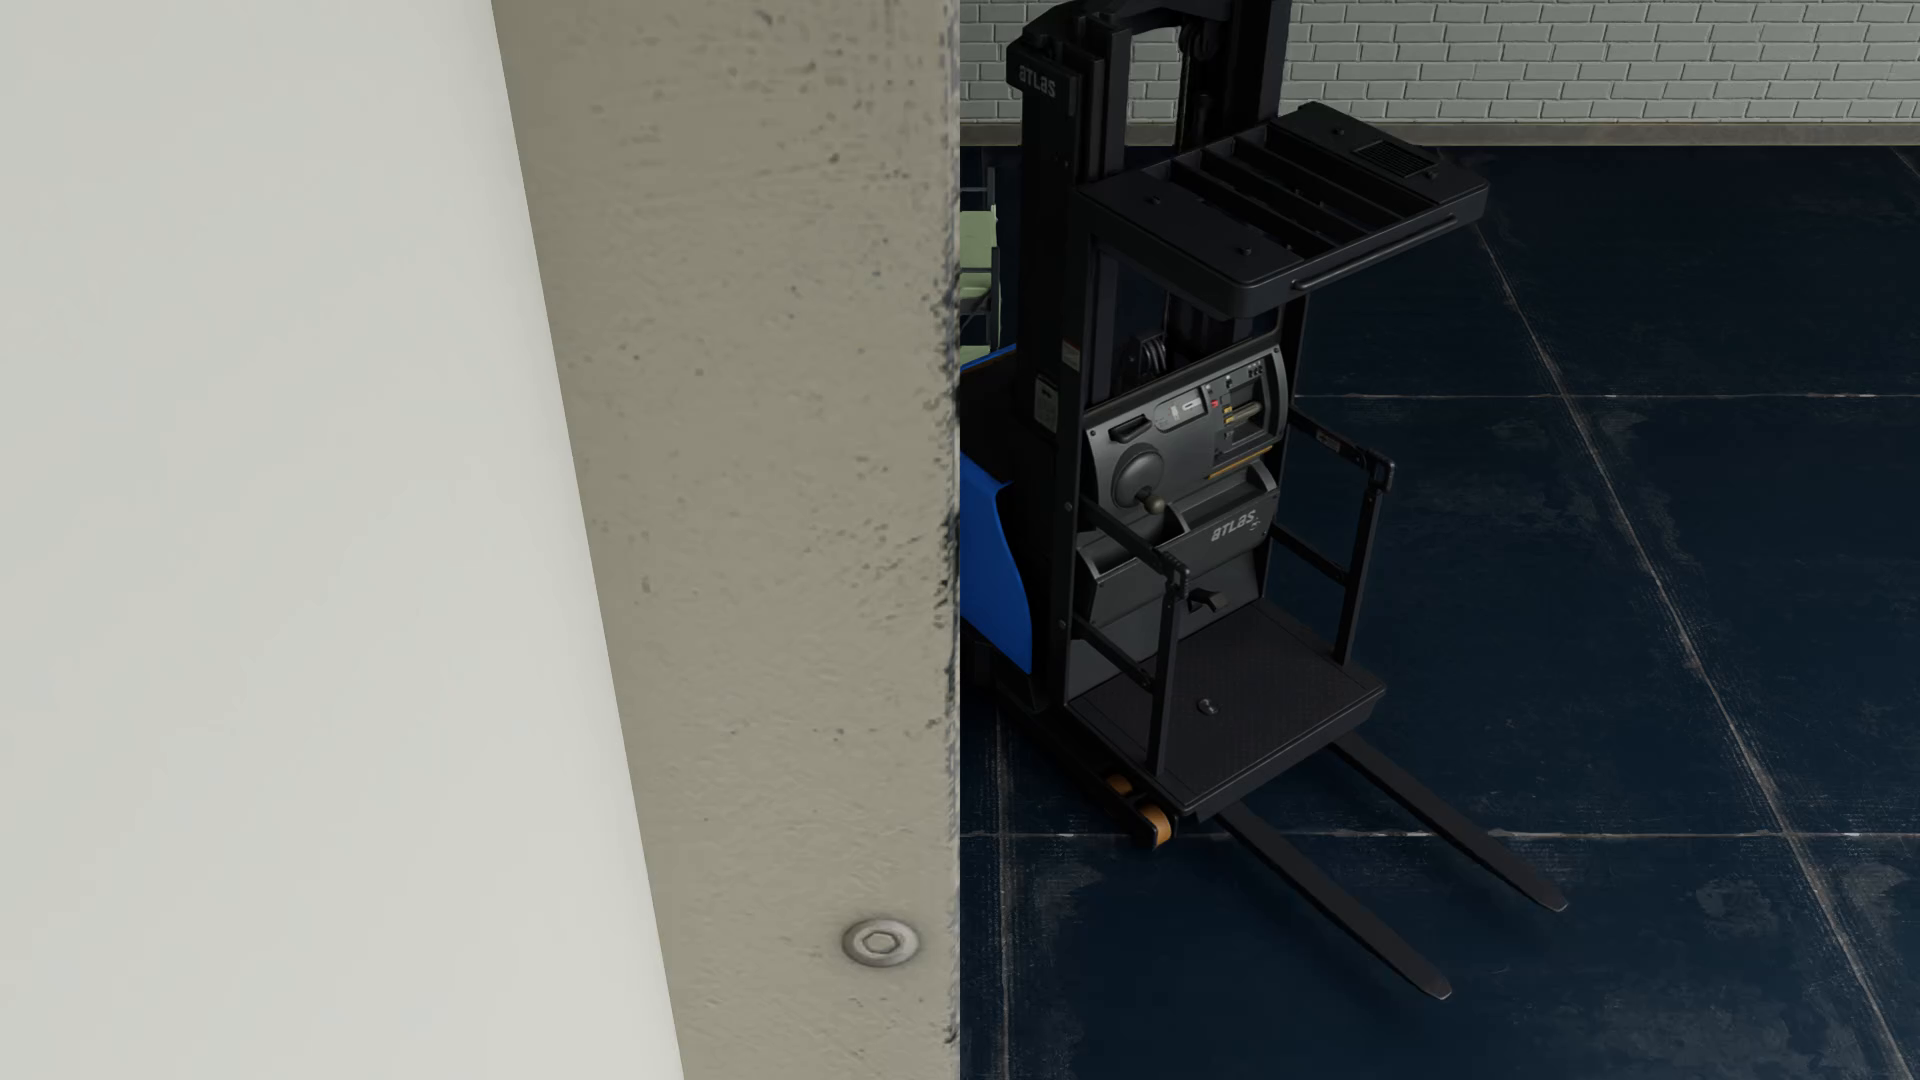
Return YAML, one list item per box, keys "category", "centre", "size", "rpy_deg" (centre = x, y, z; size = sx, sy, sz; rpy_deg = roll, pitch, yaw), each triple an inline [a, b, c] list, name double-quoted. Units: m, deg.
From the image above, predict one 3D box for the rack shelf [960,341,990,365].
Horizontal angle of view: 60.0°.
- category: "rack shelf"
  centre: [-0.039, -0.592, 7.811]
  size: [0.431, 0.370, 0.720]
  rpy_deg: [0, 39, 0]

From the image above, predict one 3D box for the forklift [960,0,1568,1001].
- category: "forklift"
  centre: [0.951, -0.331, 5.819]
  size: [1.130, 2.935, 3.031]
  rpy_deg: [-25, 45, -28]

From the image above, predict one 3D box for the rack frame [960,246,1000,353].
- category: "rack frame"
  centre: [-0.035, -0.618, 7.321]
  size: [0.400, 1.500, 0.023]
  rpy_deg: [0, 39, 0]

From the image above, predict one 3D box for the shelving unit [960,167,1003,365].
- category: "shelving unit"
  centre: [-0.039, -0.847, 7.607]
  size: [0.431, 1.500, 0.755]
  rpy_deg: [0, 39, 0]

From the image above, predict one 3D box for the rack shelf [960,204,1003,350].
- category: "rack shelf"
  centre: [-0.040, -1.151, 7.363]
  size: [0.431, 0.370, 0.720]
  rpy_deg: [0, 39, 0]

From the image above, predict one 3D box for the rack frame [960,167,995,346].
- category: "rack frame"
  centre: [-0.043, -1.076, 7.892]
  size: [0.400, 1.500, 0.023]
  rpy_deg: [0, 39, 0]
